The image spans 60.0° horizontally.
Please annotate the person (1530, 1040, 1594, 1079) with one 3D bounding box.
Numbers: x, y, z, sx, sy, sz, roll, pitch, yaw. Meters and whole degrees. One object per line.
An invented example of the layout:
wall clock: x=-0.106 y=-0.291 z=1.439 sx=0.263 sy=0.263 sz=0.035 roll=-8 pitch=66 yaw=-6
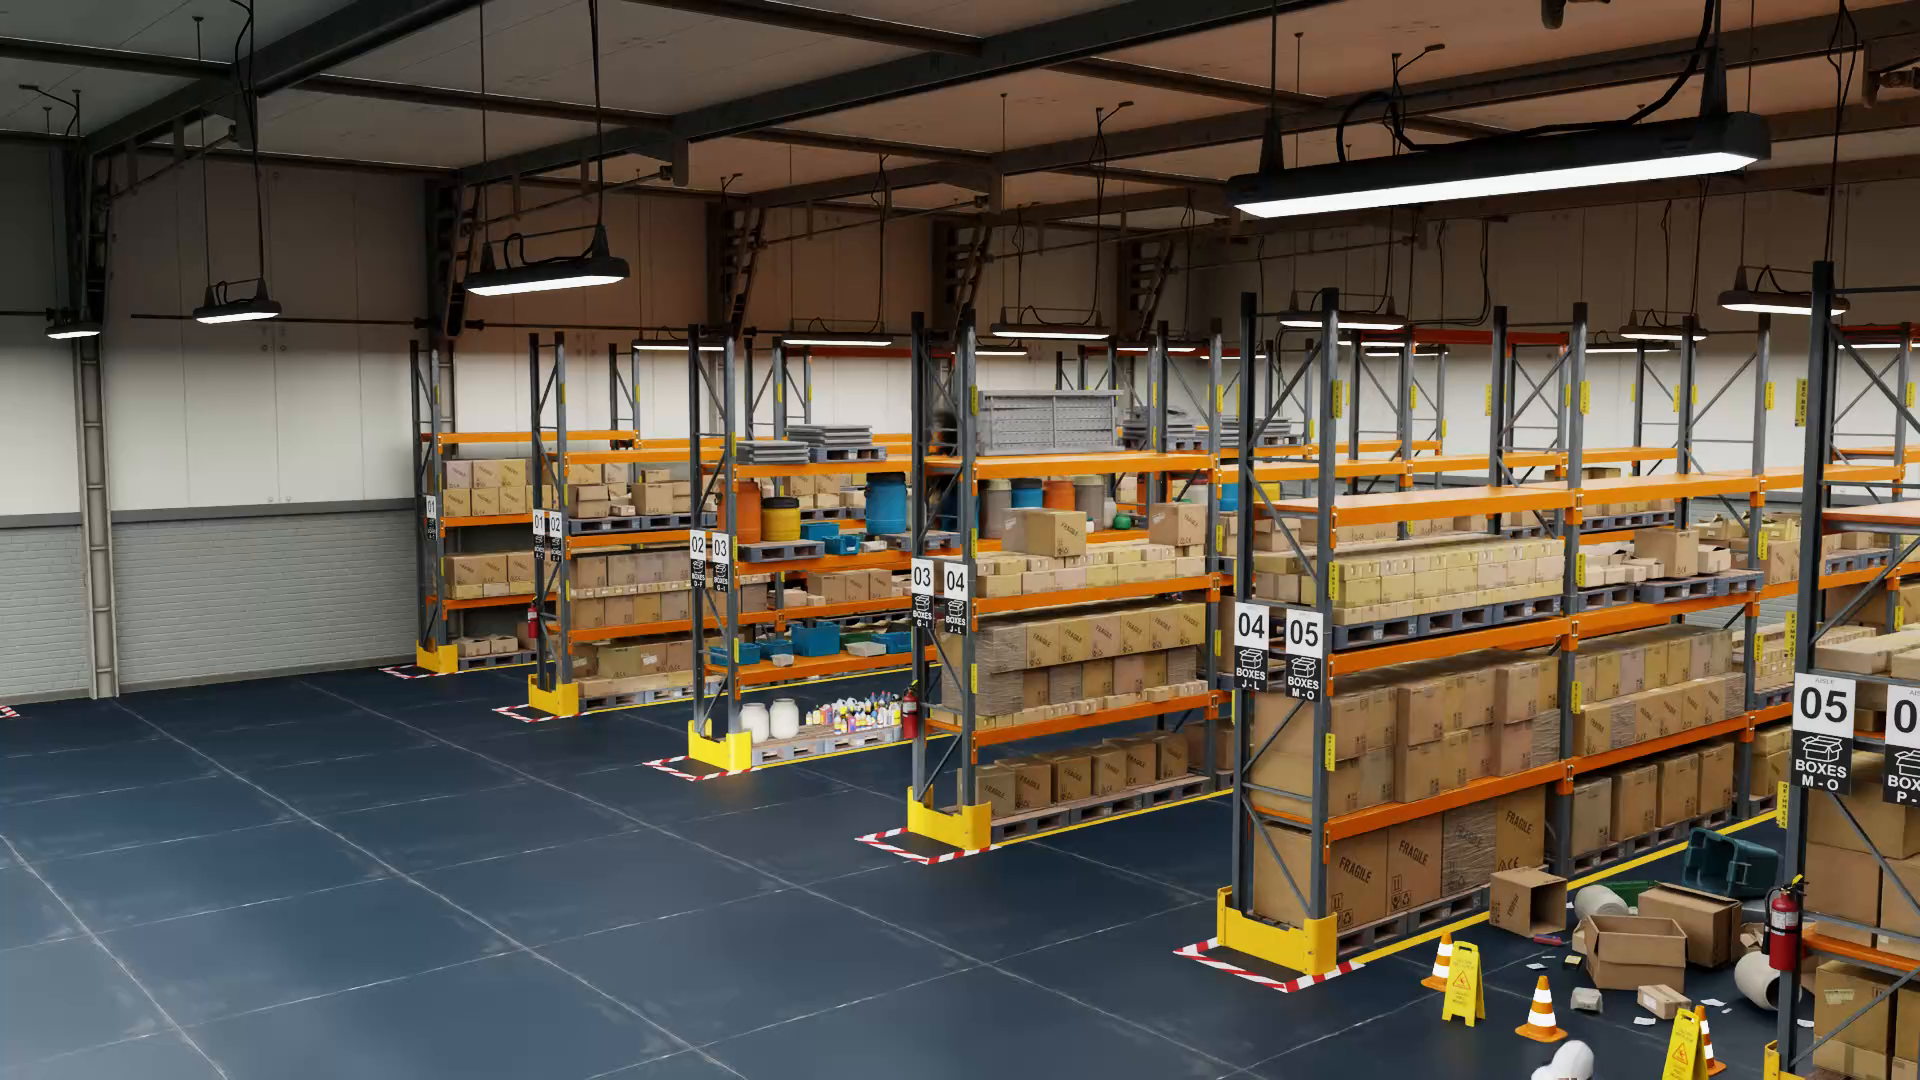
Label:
person: x=3.319 y=3.475 z=9.088 sx=0.693 sy=1.683 sz=0.828 roll=-4 pitch=7 yaw=-40
